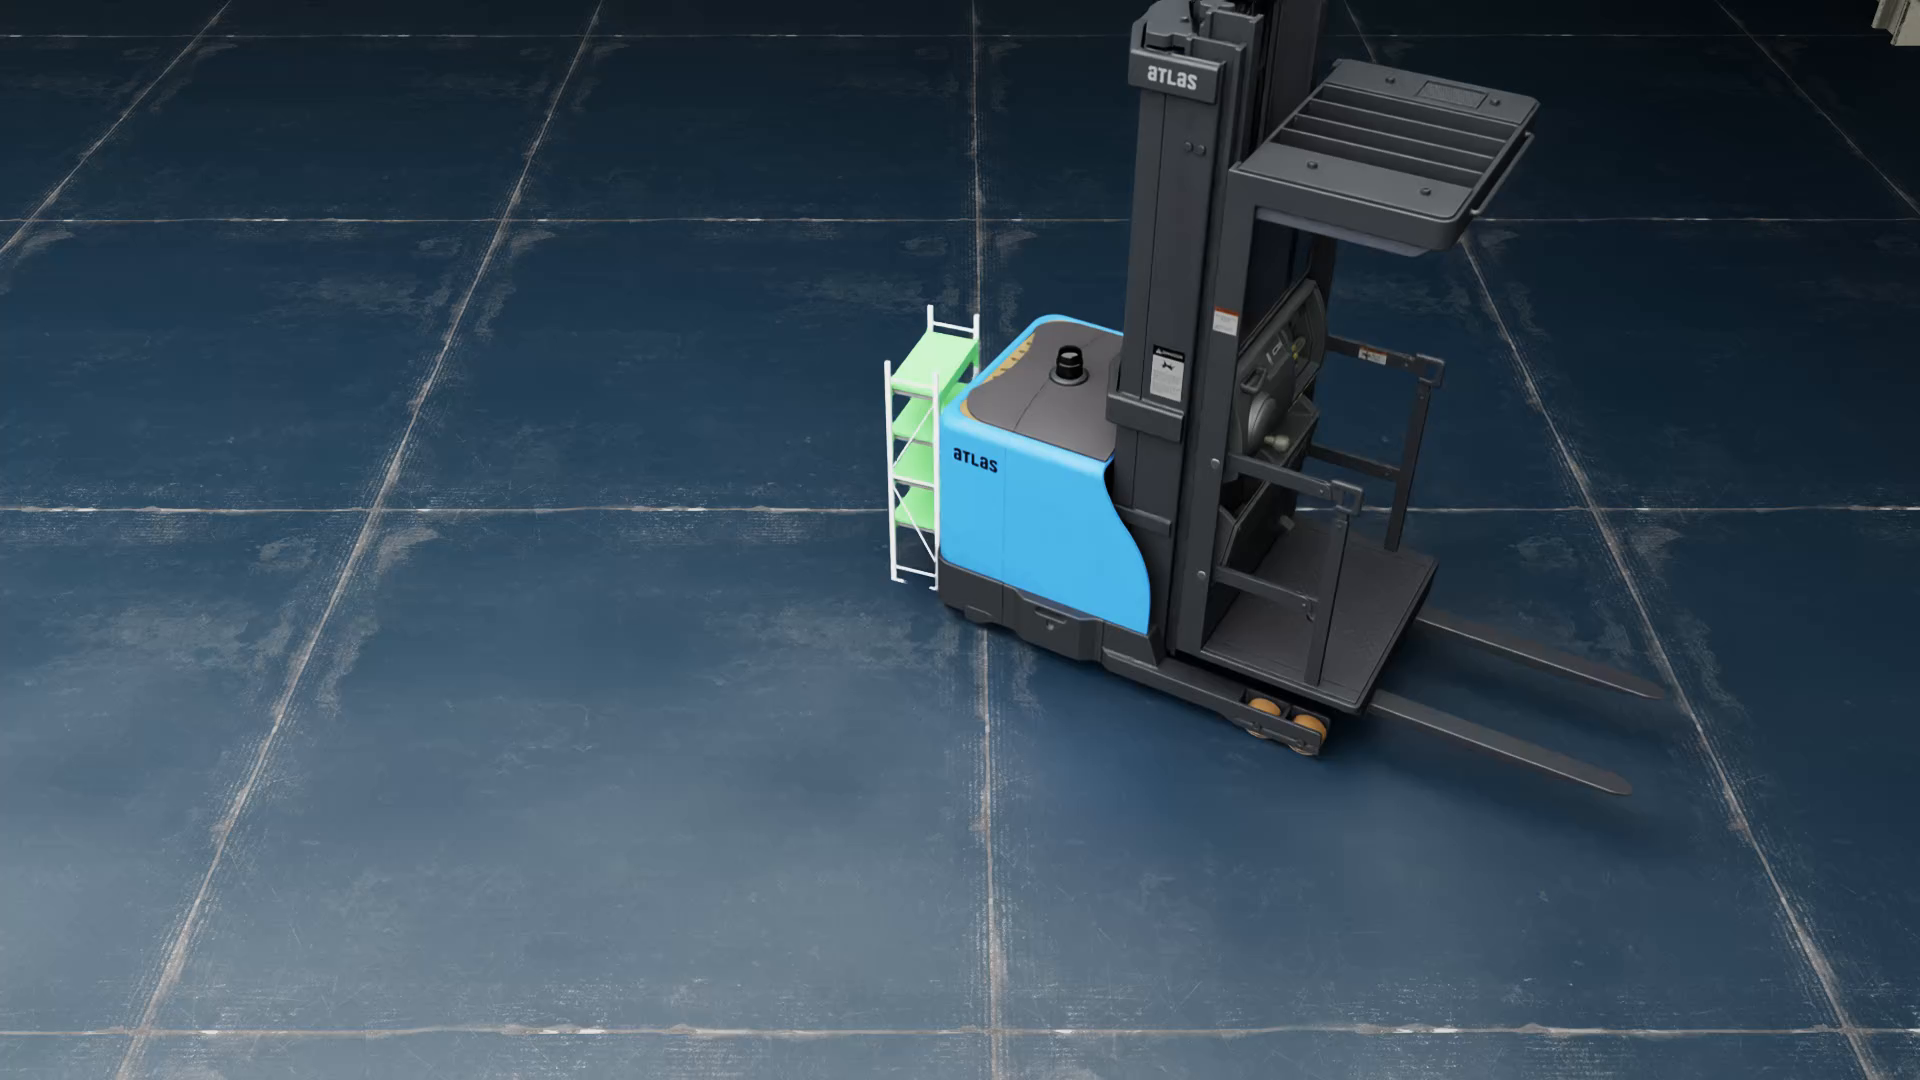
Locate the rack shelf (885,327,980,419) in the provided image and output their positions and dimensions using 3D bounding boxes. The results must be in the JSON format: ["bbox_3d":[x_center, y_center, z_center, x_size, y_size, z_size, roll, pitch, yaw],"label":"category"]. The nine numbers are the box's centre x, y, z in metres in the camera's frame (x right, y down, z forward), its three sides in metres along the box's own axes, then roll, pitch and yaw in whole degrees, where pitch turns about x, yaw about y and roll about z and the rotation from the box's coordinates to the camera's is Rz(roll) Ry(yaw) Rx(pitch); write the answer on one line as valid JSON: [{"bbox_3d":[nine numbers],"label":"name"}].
[{"bbox_3d":[-0.116,-0.726,7.277,0.258,0.148,0.480,13,41,16],"label":"rack shelf"}]

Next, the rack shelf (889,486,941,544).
[{"bbox_3d":[-0.116,-0.165,7.727,0.258,0.148,0.480,13,41,16],"label":"rack shelf"}]

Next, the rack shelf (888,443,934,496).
[{"bbox_3d":[-0.116,-0.352,7.577,0.258,0.148,0.480,13,41,16],"label":"rack shelf"}]

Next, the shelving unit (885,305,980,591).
[{"bbox_3d":[-0.116,-0.402,7.537,0.258,1.200,0.503,13,41,16],"label":"shelving unit"}]

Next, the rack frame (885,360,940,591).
[{"bbox_3d":[-0.204,-0.259,7.360,0.240,1.200,0.015,13,41,16],"label":"rack frame"}]

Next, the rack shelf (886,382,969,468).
[{"bbox_3d":[-0.116,-0.539,7.427,0.258,0.148,0.480,13,41,16],"label":"rack shelf"}]

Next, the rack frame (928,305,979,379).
[{"bbox_3d":[-0.029,-0.544,7.715,0.240,1.200,0.015,13,41,16],"label":"rack frame"}]

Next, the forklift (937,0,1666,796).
[{"bbox_3d":[1.434,-0.637,6.446,3.031,2.935,1.130,20,43,23],"label":"forklift"}]

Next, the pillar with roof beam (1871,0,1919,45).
[{"bbox_3d":[2.985,-7.415,10.053,9.100,9.000,0.400,0,39,0],"label":"pillar with roof beam"}]
